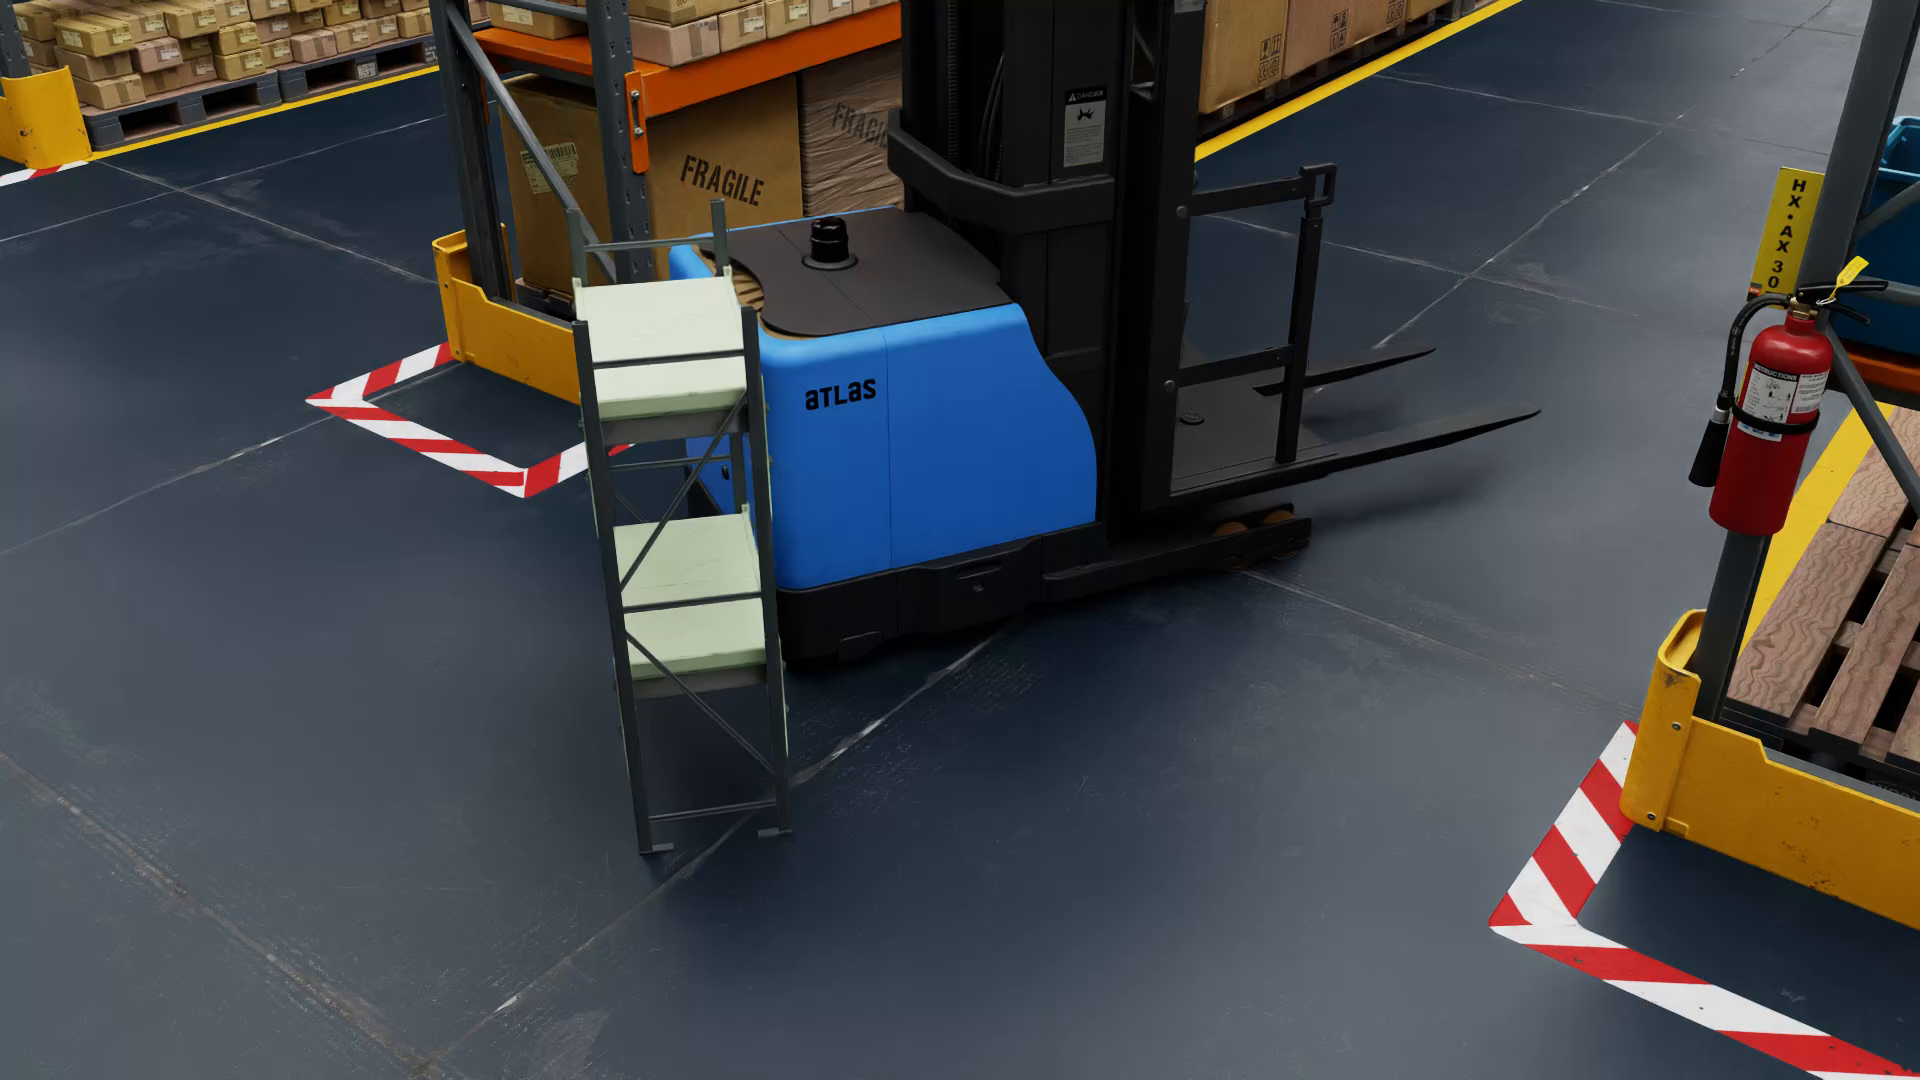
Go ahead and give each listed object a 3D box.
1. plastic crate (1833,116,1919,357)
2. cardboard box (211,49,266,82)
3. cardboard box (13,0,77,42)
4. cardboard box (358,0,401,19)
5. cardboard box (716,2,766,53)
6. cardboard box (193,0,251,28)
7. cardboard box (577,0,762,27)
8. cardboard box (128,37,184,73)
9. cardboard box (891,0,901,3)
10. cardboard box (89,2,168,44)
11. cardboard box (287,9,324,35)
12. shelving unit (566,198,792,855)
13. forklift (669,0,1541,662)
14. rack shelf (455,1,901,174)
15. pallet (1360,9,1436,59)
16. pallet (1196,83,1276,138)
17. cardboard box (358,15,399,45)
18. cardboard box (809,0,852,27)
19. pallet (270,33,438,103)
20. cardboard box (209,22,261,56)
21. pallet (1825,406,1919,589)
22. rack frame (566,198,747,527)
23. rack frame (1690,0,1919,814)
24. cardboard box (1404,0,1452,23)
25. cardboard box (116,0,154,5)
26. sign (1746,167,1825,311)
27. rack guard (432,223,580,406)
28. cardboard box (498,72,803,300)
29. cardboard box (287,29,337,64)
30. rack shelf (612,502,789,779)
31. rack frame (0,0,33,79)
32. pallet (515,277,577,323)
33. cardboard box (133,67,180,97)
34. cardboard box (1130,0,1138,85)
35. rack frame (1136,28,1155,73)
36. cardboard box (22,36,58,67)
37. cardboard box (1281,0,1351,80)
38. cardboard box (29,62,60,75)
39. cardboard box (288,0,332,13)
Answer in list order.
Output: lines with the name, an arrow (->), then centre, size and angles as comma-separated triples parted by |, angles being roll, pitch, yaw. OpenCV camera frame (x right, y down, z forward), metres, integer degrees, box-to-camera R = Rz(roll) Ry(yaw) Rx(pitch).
plastic crate -> 2.392, -0.688, 3.875 | 0.616, 0.435, 0.499 | 21, 37, 31
cardboard box -> -4.453, -2.919, 10.117 | 0.380, 0.149, 0.250 | 22, 37, 32
cardboard box -> -5.386, -3.049, 9.753 | 0.380, 0.149, 0.250 | 22, 37, 32
cardboard box -> -3.872, -3.515, 10.832 | 0.380, 0.149, 0.250 | 19, 36, 29
cardboard box -> -0.979, -2.017, 6.458 | 0.380, 0.149, 0.250 | 21, 36, 31
cardboard box -> -4.508, -3.202, 10.012 | 0.380, 0.149, 0.250 | 19, 36, 29
cardboard box -> -1.105, -2.153, 6.297 | 0.500, 0.250, 0.500 | 20, 36, 30
cardboard box -> -4.772, -2.855, 9.719 | 0.380, 0.149, 0.250 | 21, 37, 31
cardboard box -> -0.358, -2.436, 7.164 | 0.380, 0.149, 0.250 | 21, 36, 31
cardboard box -> -4.846, -3.013, 9.693 | 0.380, 0.149, 0.250 | 22, 37, 32
cardboard box -> -4.238, -3.313, 10.491 | 0.380, 0.149, 0.250 | 23, 38, 34
shelving unit -> -0.725, -0.029, 4.328 | 0.431, 1.500, 0.755 | -6, 31, -11
forklift -> 0.627, -1.384, 5.210 | 3.031, 2.935, 1.130 | -13, 33, -21
rack shelf -> -0.403, -2.481, 7.700 | 1.077, 0.370, 4.000 | 21, 37, 31
pallet -> 2.683, -3.733, 11.841 | 1.003, 0.211, 1.213 | 21, 37, 31
pallet -> 1.210, -2.741, 10.168 | 1.003, 0.211, 1.213 | 21, 37, 31
cardboard box -> -3.890, -3.355, 10.854 | 0.380, 0.149, 0.250 | 22, 37, 32
cardboard box -> -0.668, -2.228, 6.813 | 0.380, 0.149, 0.250 | 20, 36, 31
pallet -> -4.202, -3.190, 10.925 | 1.003, 0.211, 1.213 | 21, 37, 31
cardboard box -> -4.453, -3.053, 10.052 | 0.380, 0.149, 0.250 | 22, 37, 33
pallet -> 3.605, -0.071, 5.663 | 1.003, 0.211, 1.213 | 21, 37, 31
rack frame -> -0.804, -0.211, 4.635 | 0.400, 1.500, 0.023 | -6, 31, -11
rack frame -> 2.339, -0.454, 3.573 | 1.000, 3.000, 0.127 | 21, 37, 31
cardboard box -> 2.786, -4.222, 11.604 | 1.225, 0.875, 0.875 | 19, 36, 29
cardboard box -> -5.133, -3.278, 10.139 | 0.380, 0.149, 0.250 | 20, 36, 30
sign -> 1.891, -0.686, 3.806 | 0.100, 0.325, 0.005 | 21, 37, 31
rack guard -> -1.624, -0.893, 6.766 | 1.175, 0.500, 0.348 | 21, 37, 31
cardboard box -> -1.287, -1.529, 7.060 | 0.875, 0.875, 0.875 | 21, 37, 31
cardboard box -> -4.155, -3.126, 10.468 | 0.380, 0.149, 0.250 | 19, 36, 29
rack shelf -> -0.725, 0.252, 4.494 | 0.431, 0.370, 0.720 | -6, 31, -11
rack frame -> -5.503, -3.545, 8.790 | 1.000, 3.000, 0.127 | 21, 37, 31
pallet -> -1.190, -1.127, 7.445 | 1.003, 0.211, 1.213 | 21, 37, 31
cardboard box -> -4.839, -2.746, 9.825 | 0.380, 0.149, 0.250 | 21, 37, 31
cardboard box -> 0.342, -2.627, 8.912 | 0.875, 0.875, 0.875 | 21, 37, 31
rack frame -> 0.805, -3.604, 8.889 | 1.000, 3.000, 0.127 | 21, 37, 31
cardboard box -> -5.412, -2.930, 9.844 | 0.380, 0.149, 0.250 | 20, 36, 30
cardboard box -> 1.714, -3.500, 10.386 | 1.225, 0.875, 0.875 | 20, 36, 30
cardboard box -> -5.352, -2.778, 9.879 | 0.380, 0.149, 0.250 | 22, 37, 32
cardboard box -> -4.137, -3.405, 10.354 | 0.380, 0.149, 0.250 | 22, 37, 32
